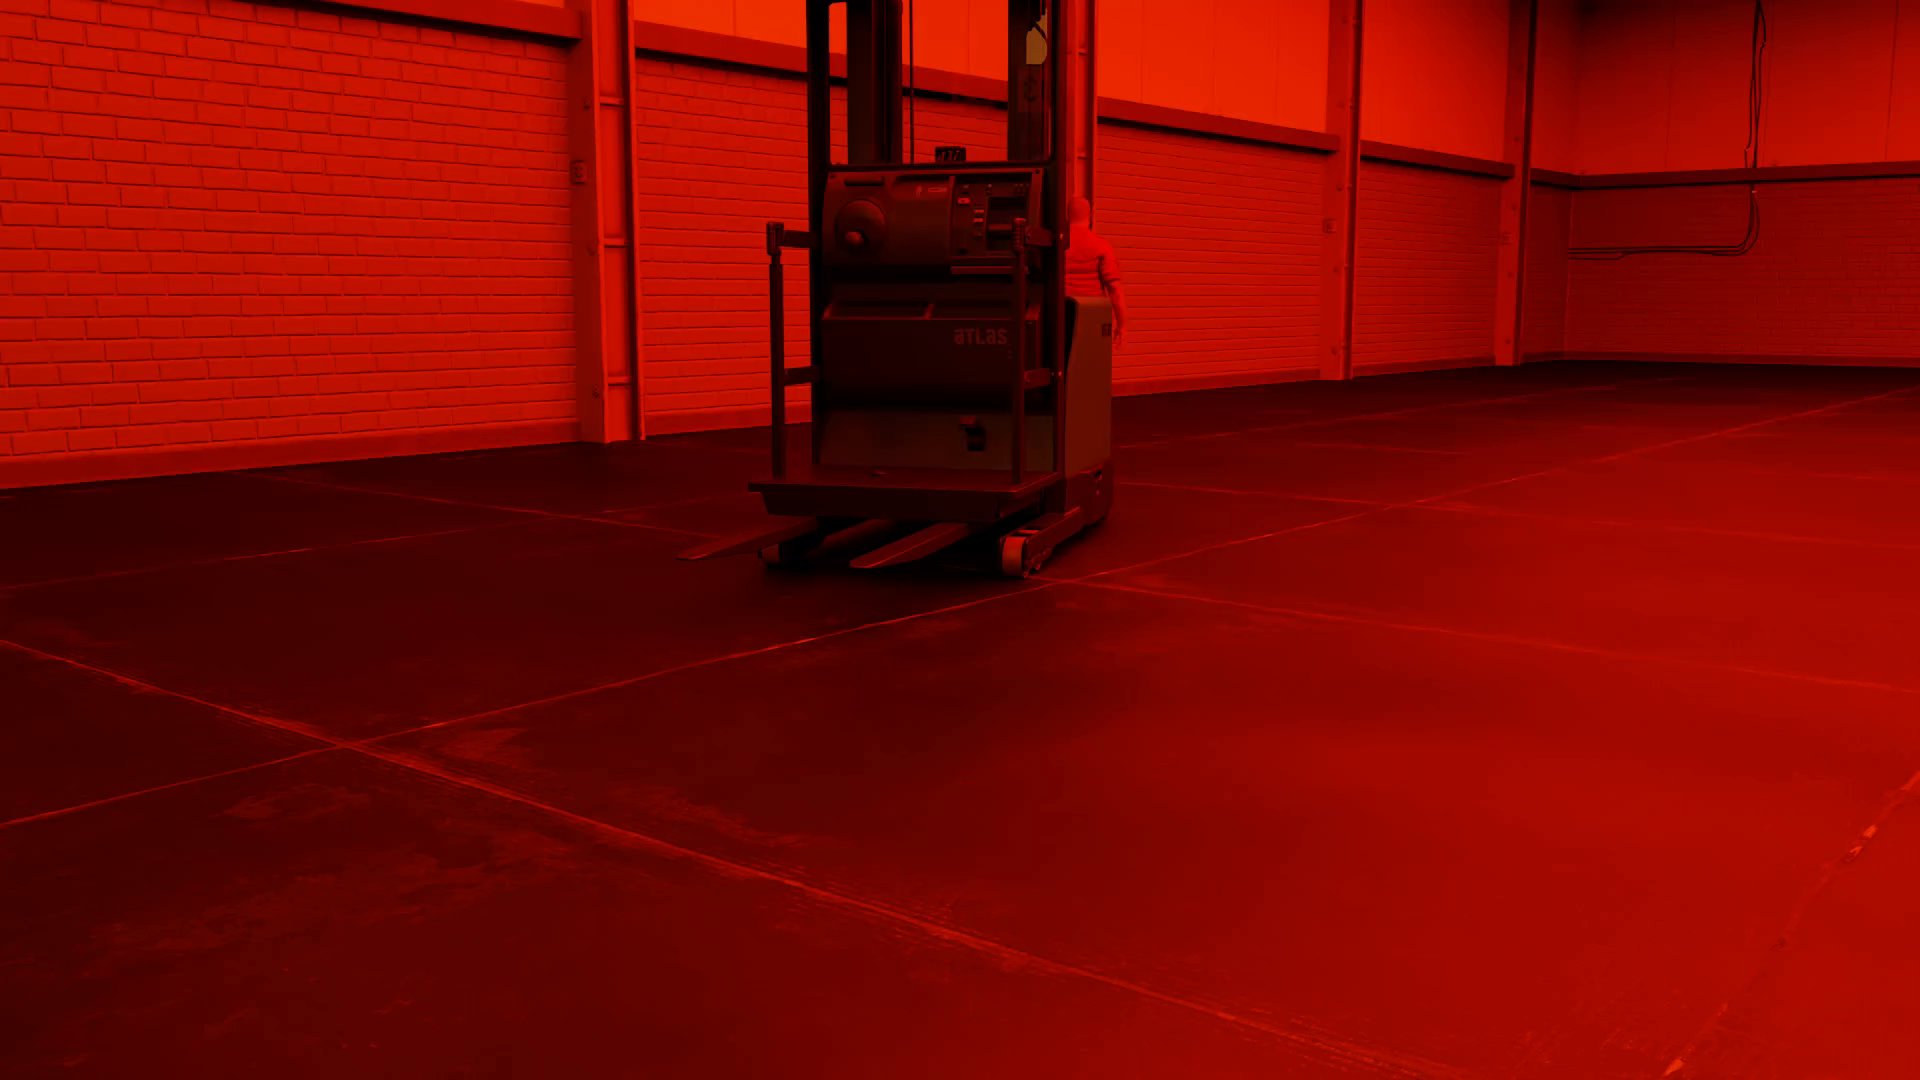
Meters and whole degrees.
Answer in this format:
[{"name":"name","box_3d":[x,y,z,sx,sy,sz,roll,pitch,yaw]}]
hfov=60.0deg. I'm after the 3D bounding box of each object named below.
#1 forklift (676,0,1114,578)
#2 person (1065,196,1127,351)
[{"name":"forklift","box_3d":[-0.176,-1.366,6.616,1.130,2.935,3.031,3,9,17]},{"name":"person","box_3d":[0.776,-1.400,11.099,0.677,1.745,0.469,2,8,11]}]
